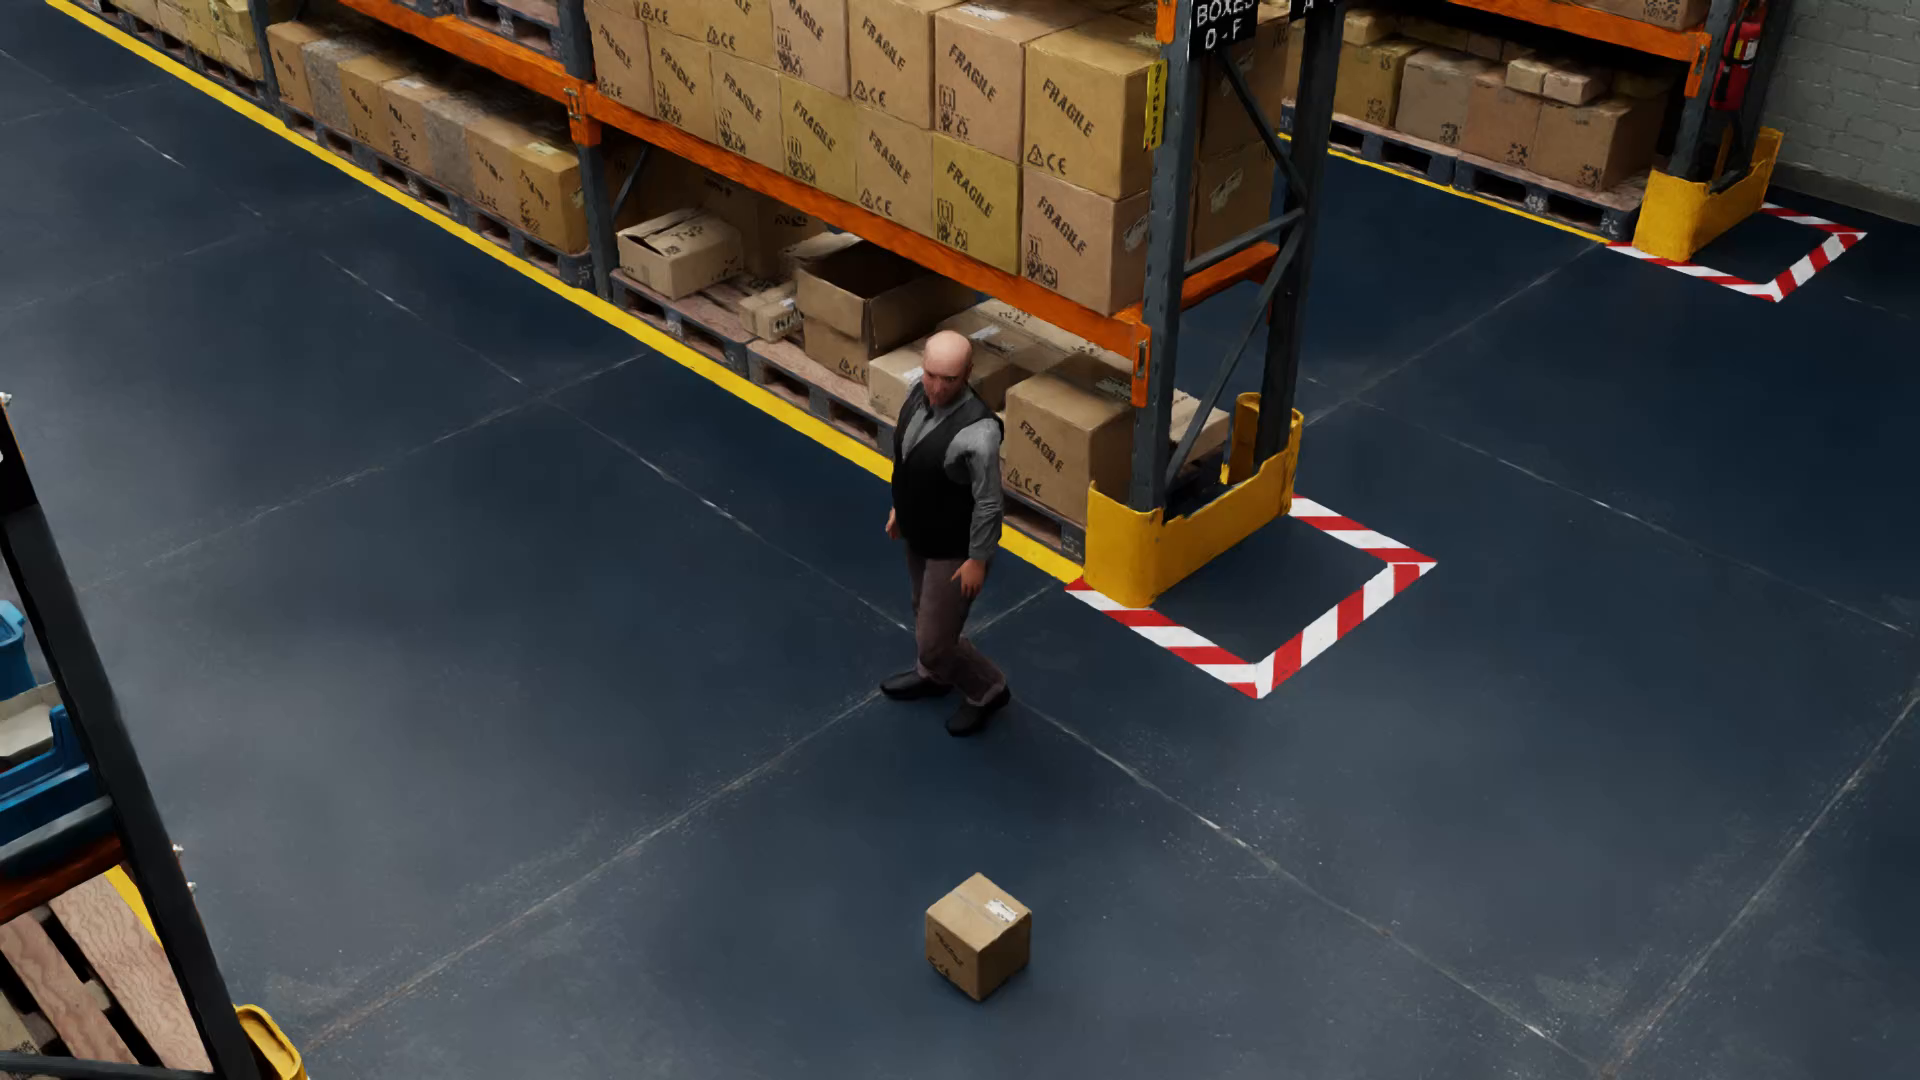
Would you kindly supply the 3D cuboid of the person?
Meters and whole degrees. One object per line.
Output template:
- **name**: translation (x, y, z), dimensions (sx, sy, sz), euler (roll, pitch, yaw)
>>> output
- **person**: translation (-0.045, -0.015, 6.173), dimensions (0.411, 1.732, 0.575), euler (-15, 38, -20)
